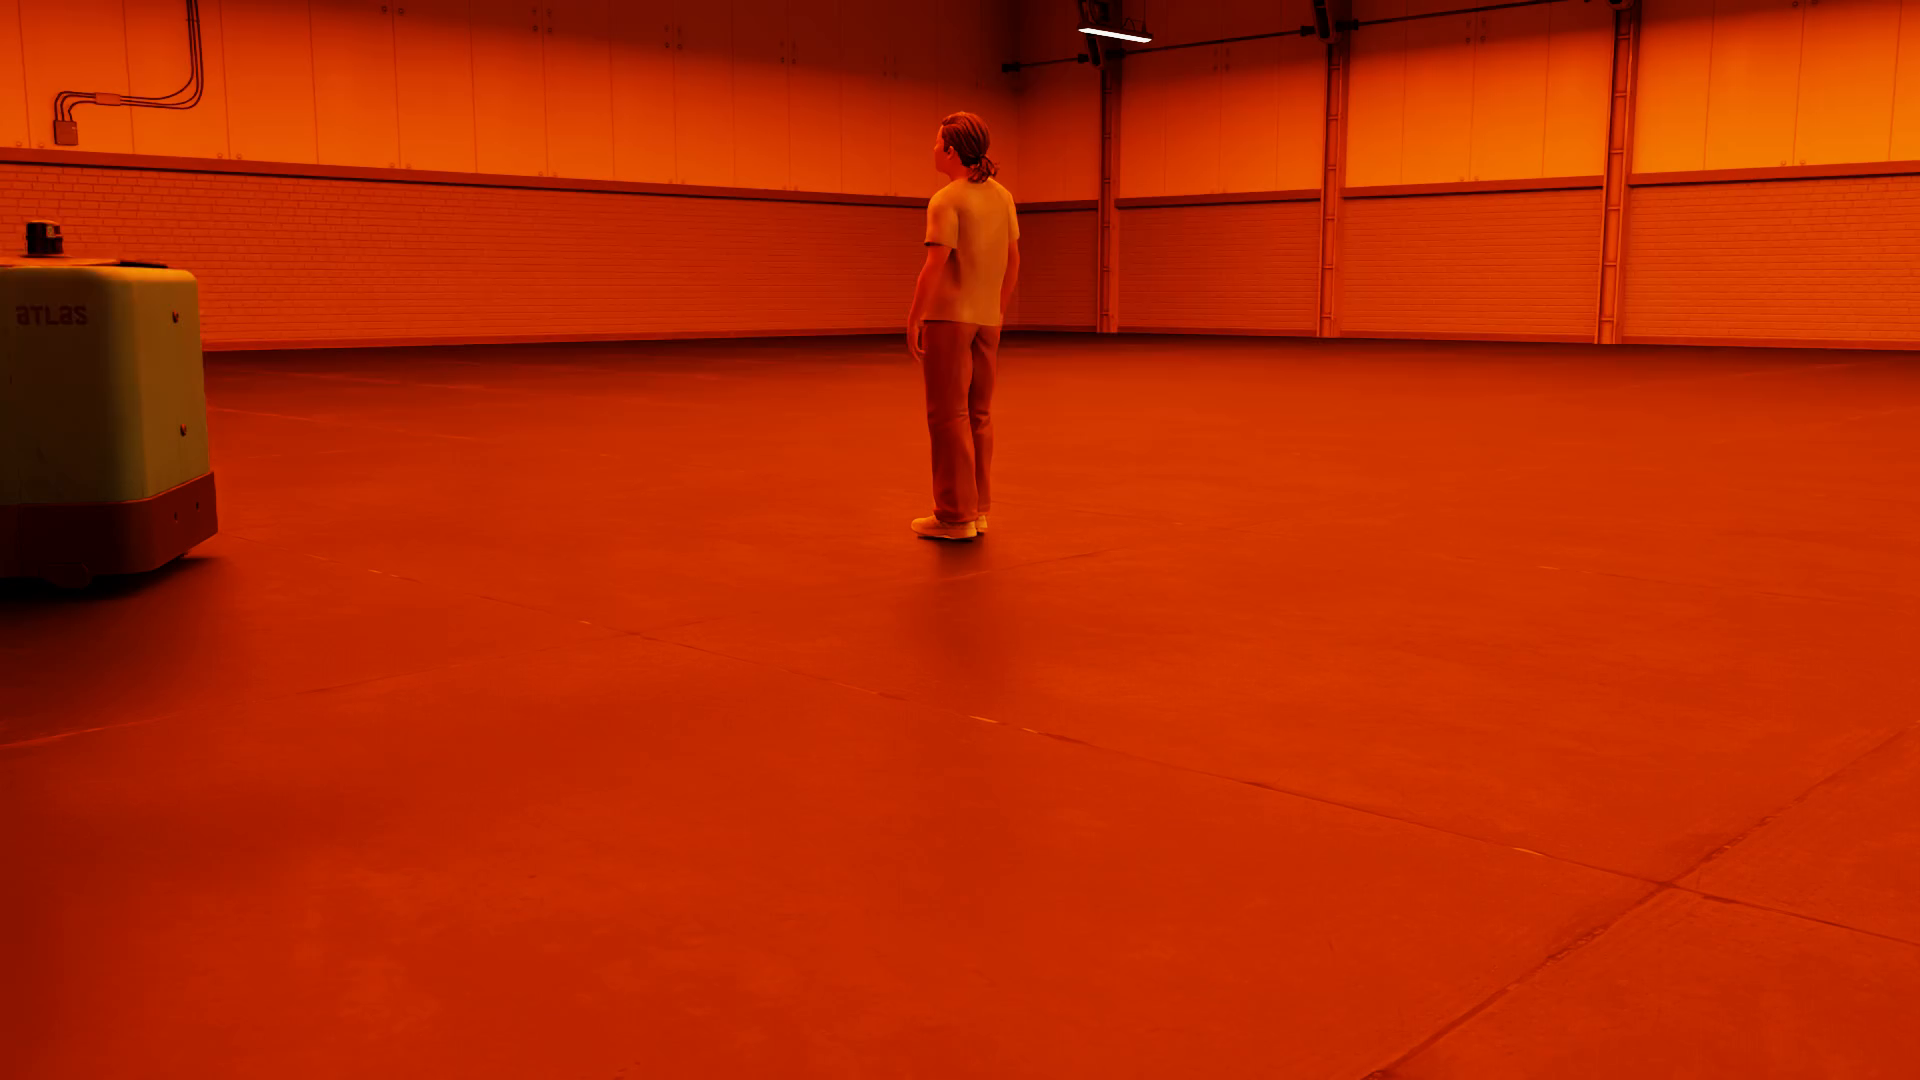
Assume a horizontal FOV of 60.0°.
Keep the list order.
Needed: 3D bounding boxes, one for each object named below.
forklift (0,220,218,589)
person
[{"bbox_3d":[-4.267,-1.299,5.502,3.031,2.935,1.130,-2,9,-11],"label":"forklift"},{"bbox_3d":[-0.008,-0.869,6.598,0.426,1.609,0.536,8,12,43],"label":"person"}]
